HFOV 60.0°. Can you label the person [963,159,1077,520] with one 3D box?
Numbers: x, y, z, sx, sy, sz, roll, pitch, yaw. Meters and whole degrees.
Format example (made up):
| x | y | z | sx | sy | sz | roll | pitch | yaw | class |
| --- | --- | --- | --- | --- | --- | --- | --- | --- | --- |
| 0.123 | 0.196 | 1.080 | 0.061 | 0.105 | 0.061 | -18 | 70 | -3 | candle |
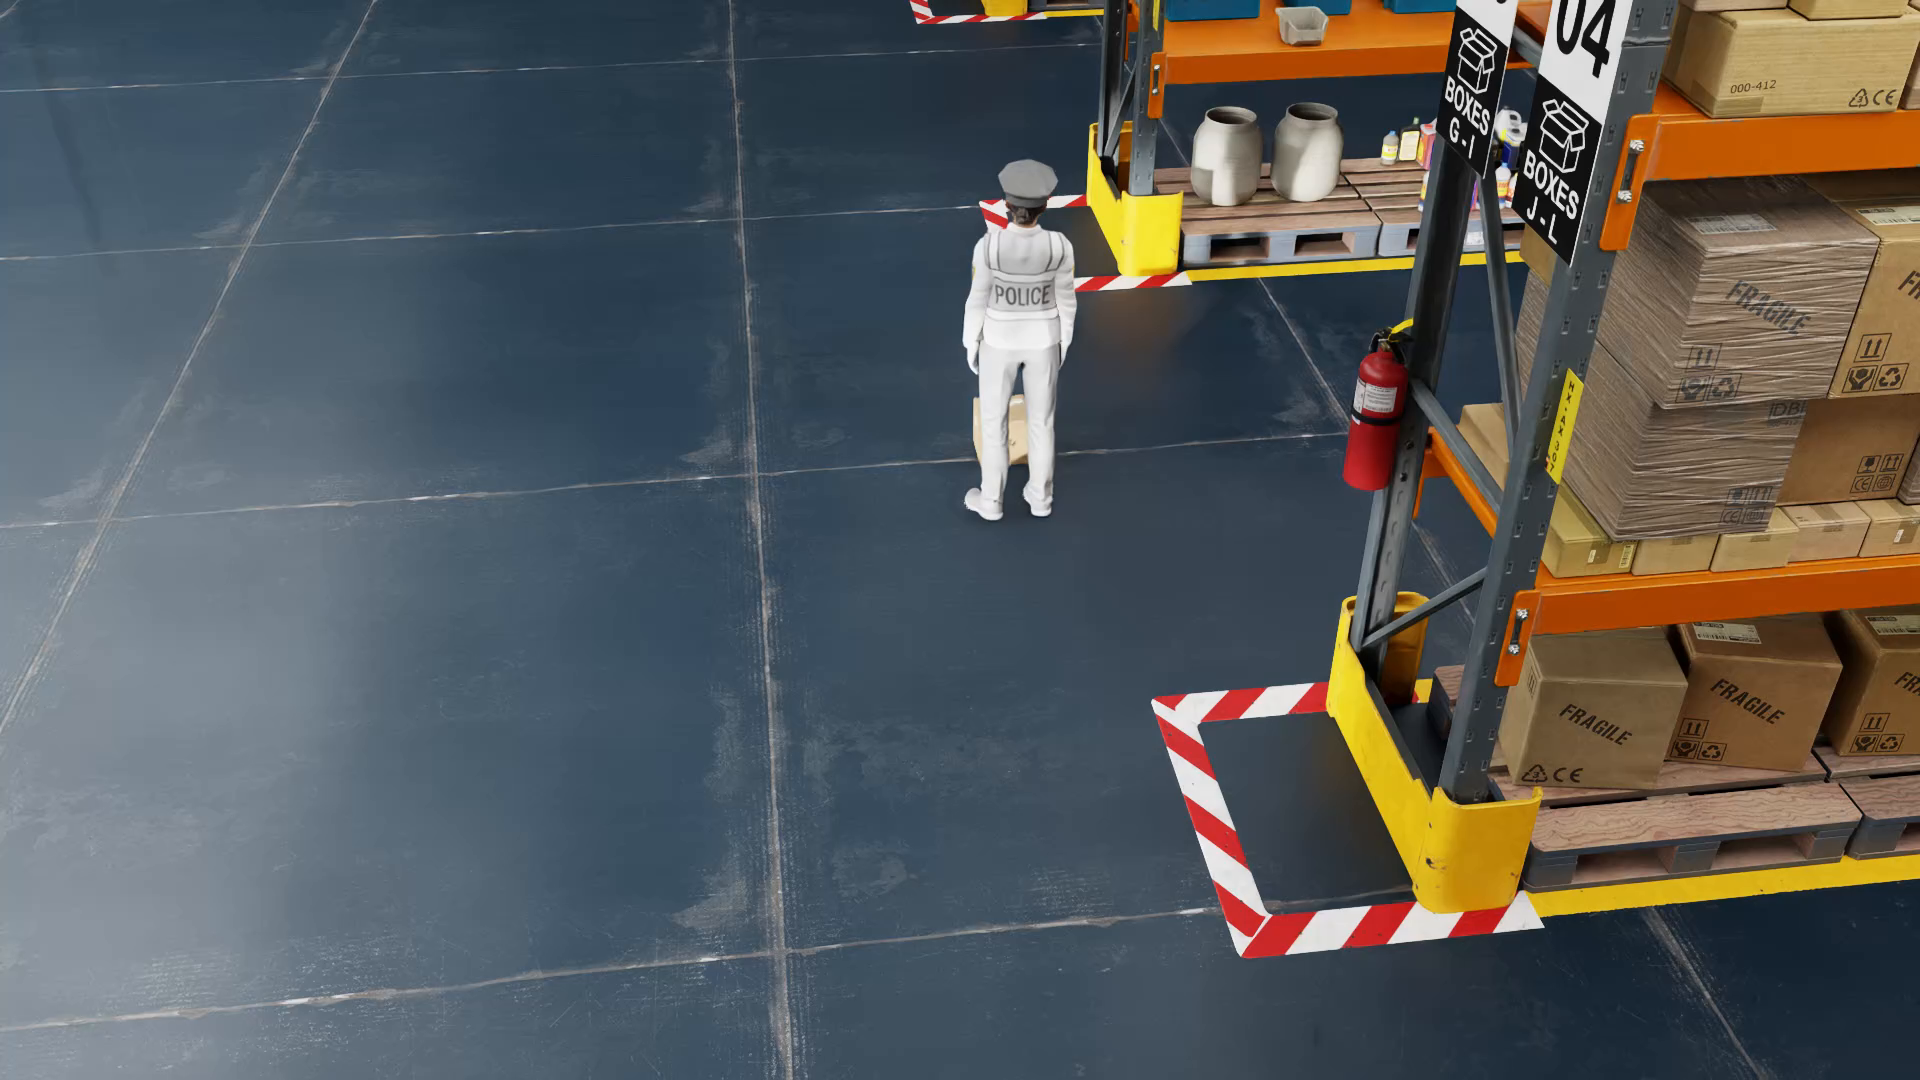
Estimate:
| x | y | z | sx | sy | sz | roll | pitch | yaw | class |
| --- | --- | --- | --- | --- | --- | --- | --- | --- | --- |
| 0.257 | -0.852 | 7.356 | 0.491 | 1.692 | 0.332 | -4 | 35 | -5 | person |
